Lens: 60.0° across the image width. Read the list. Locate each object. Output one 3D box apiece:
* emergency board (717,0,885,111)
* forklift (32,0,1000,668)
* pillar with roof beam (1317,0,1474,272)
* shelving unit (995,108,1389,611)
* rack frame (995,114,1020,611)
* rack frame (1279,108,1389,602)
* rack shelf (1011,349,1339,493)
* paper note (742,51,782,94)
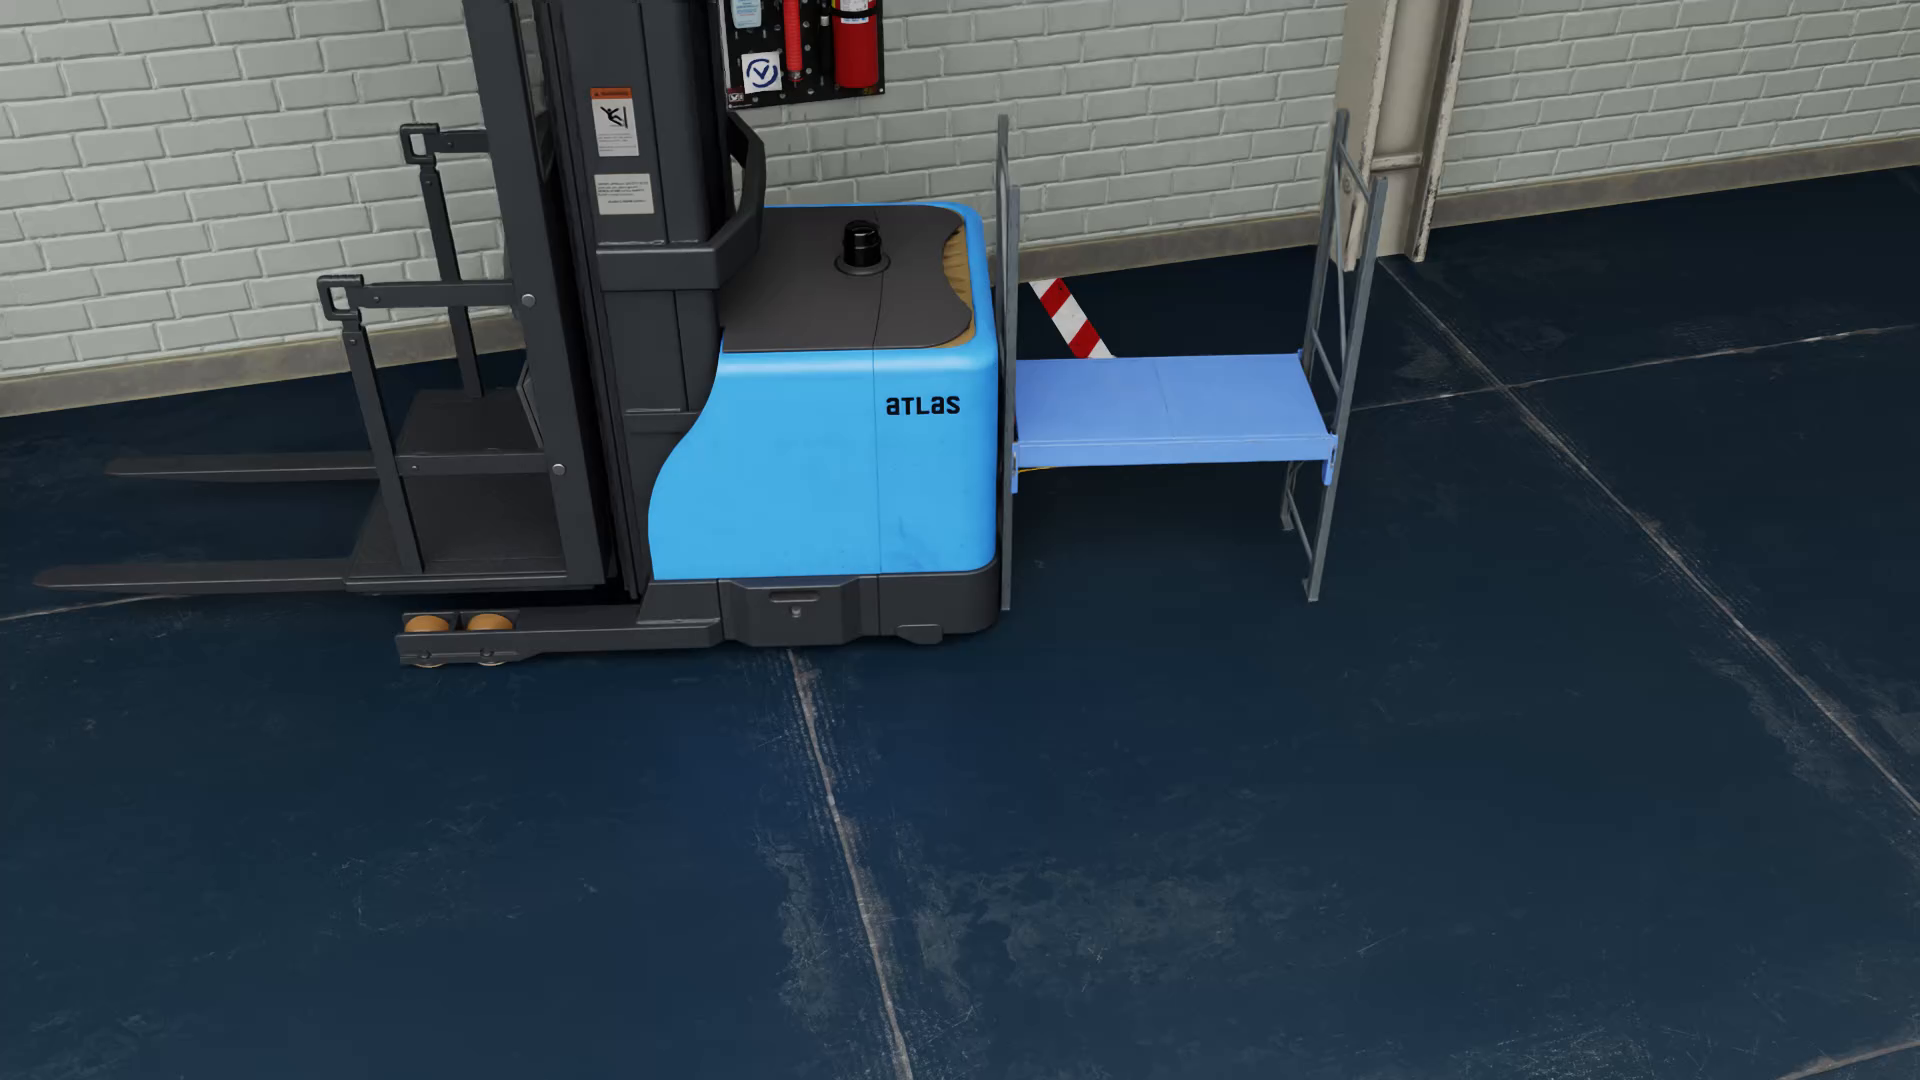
[{"bbox_3d":[-0.566,-2.119,6.051,0.643,1.169,0.194,-9,38,-12],"label":"emergency board"},{"bbox_3d":[-1.410,-1.093,4.766,3.031,2.935,1.130,-2,37,-2],"label":"forklift"},{"bbox_3d":[2.952,-2.346,1.410,0.400,9.000,9.100,-9,38,-12],"label":"pillar with roof beam"},{"bbox_3d":[0.646,-0.530,5.208,1.048,1.500,0.538,-2,37,-2],"label":"shelving unit"},{"bbox_3d":[0.138,-0.516,5.190,0.032,1.500,0.500,-2,37,-2],"label":"rack frame"},{"bbox_3d":[1.154,-0.544,5.226,0.032,1.500,0.500,-2,37,-2],"label":"rack frame"},{"bbox_3d":[0.646,-0.387,5.317,1.000,0.185,0.538,-2,37,-2],"label":"rack shelf"},{"bbox_3d":[-0.755,-1.782,6.335,0.142,0.148,0.016,-9,38,-12],"label":"paper note"}]
